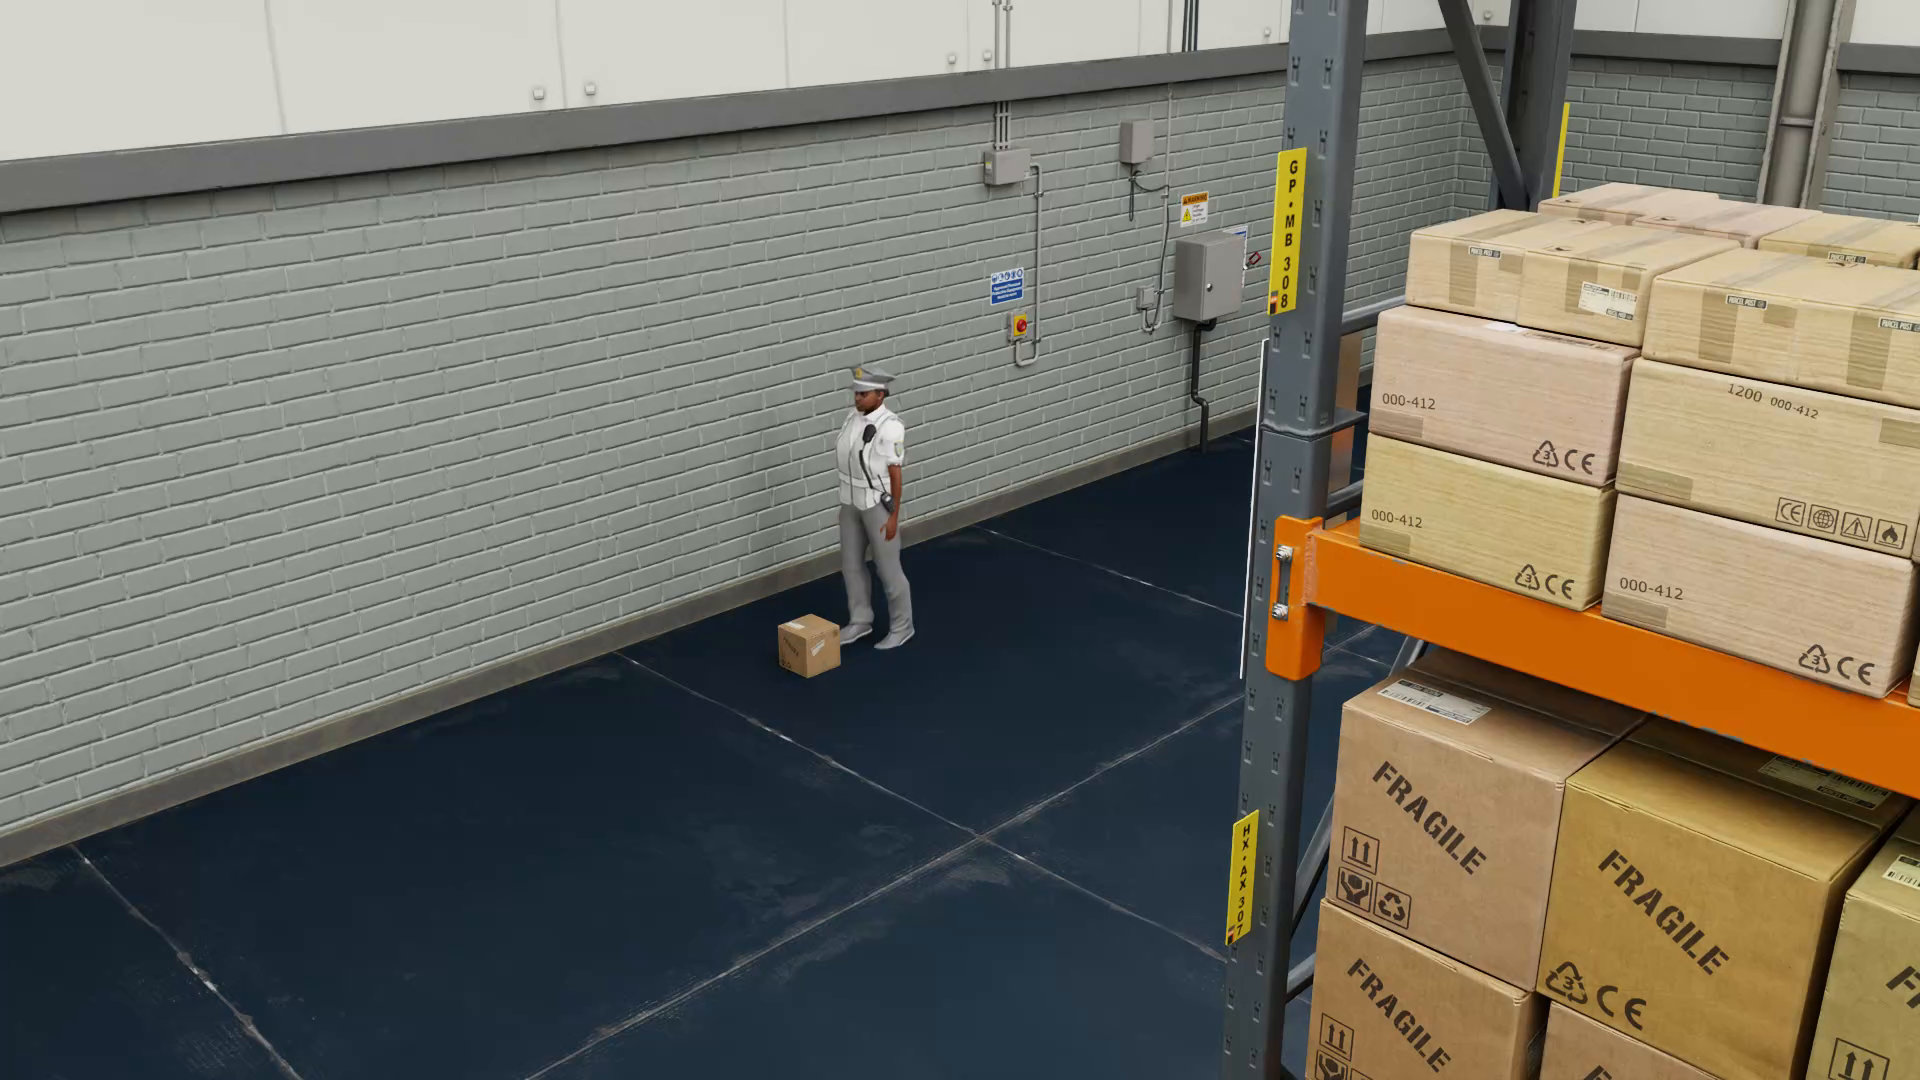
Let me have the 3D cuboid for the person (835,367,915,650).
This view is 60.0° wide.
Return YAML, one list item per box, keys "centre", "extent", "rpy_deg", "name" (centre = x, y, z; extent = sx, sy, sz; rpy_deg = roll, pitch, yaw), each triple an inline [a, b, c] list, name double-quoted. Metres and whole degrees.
- centre: [-0.519, -0.172, 9.549]
  extent: [0.415, 1.715, 0.442]
  rpy_deg: [-19, 28, -41]
  name: "person"
